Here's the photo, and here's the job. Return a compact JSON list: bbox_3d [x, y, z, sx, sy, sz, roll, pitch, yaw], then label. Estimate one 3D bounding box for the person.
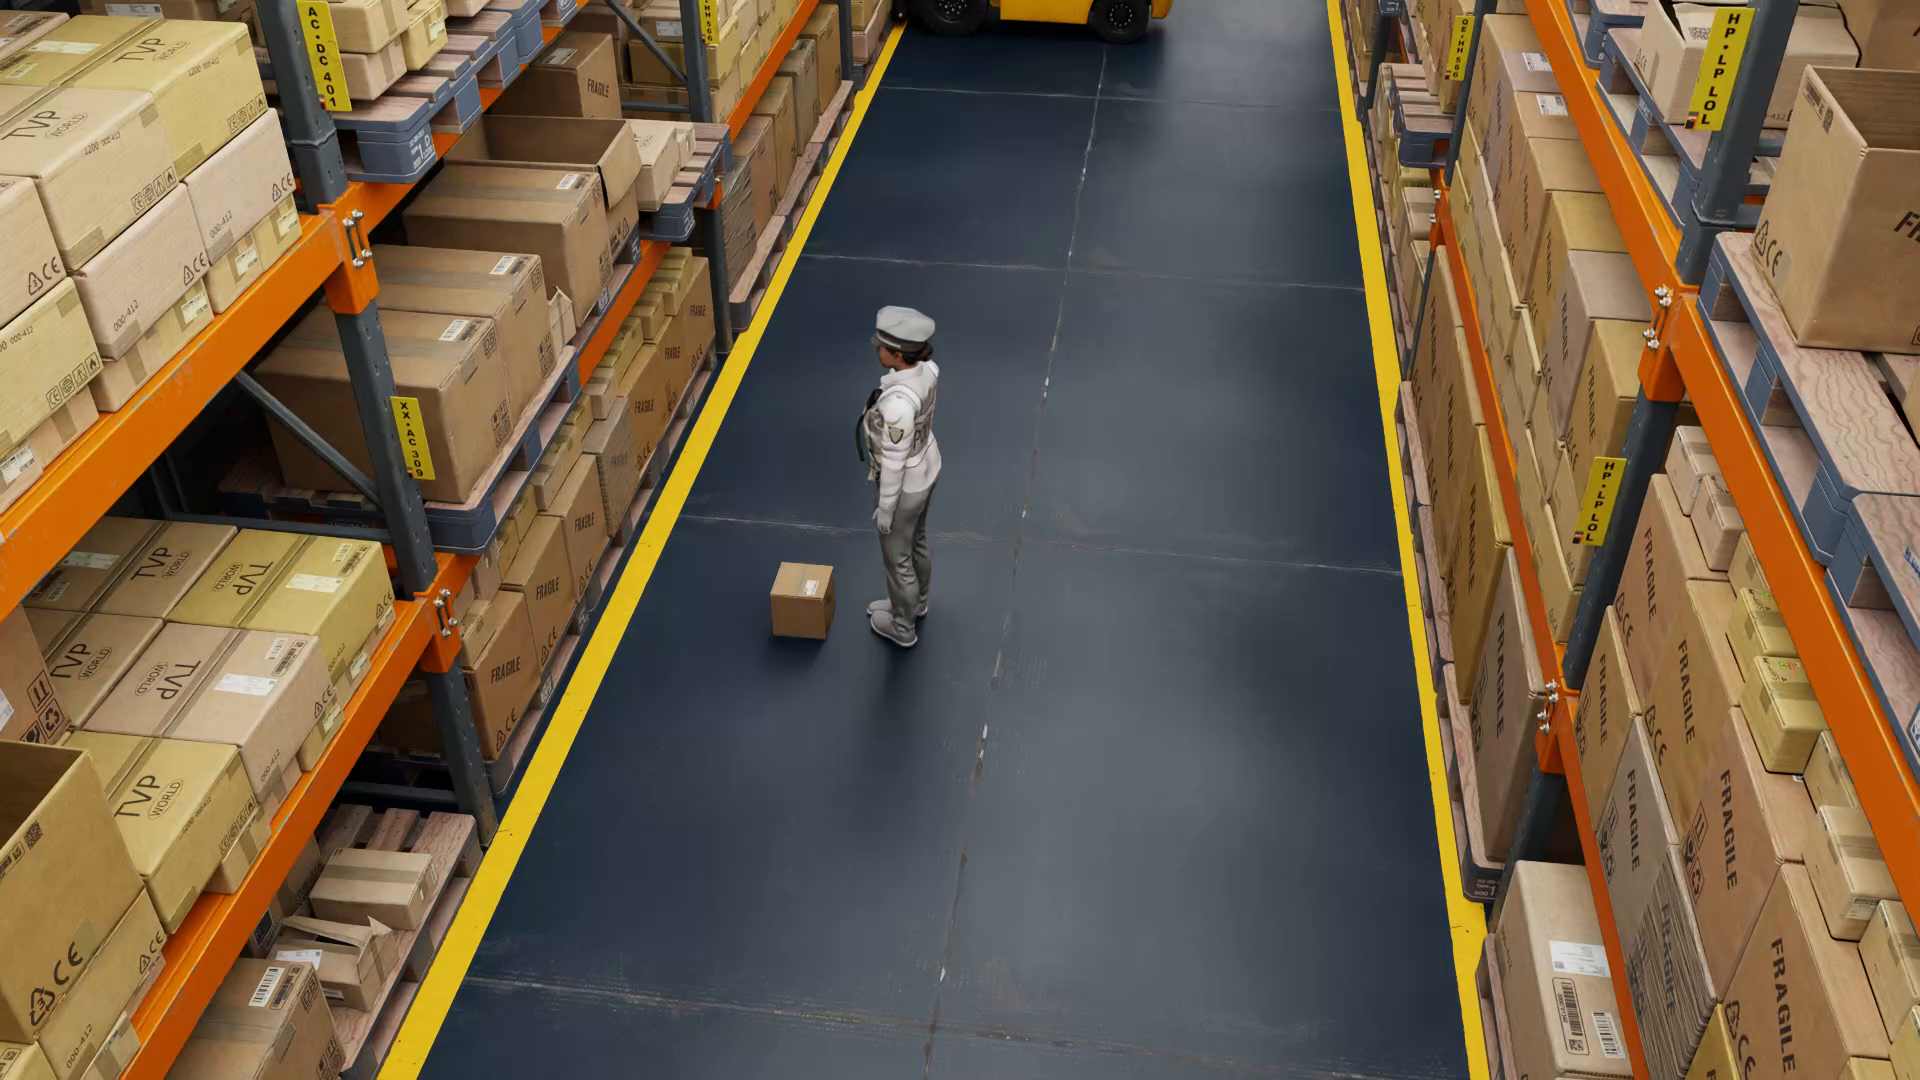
[{"bbox_3d":[3.296,-1.728,8.928,5.894,2.202,6.601,10,38,13],"label":"person"}]
